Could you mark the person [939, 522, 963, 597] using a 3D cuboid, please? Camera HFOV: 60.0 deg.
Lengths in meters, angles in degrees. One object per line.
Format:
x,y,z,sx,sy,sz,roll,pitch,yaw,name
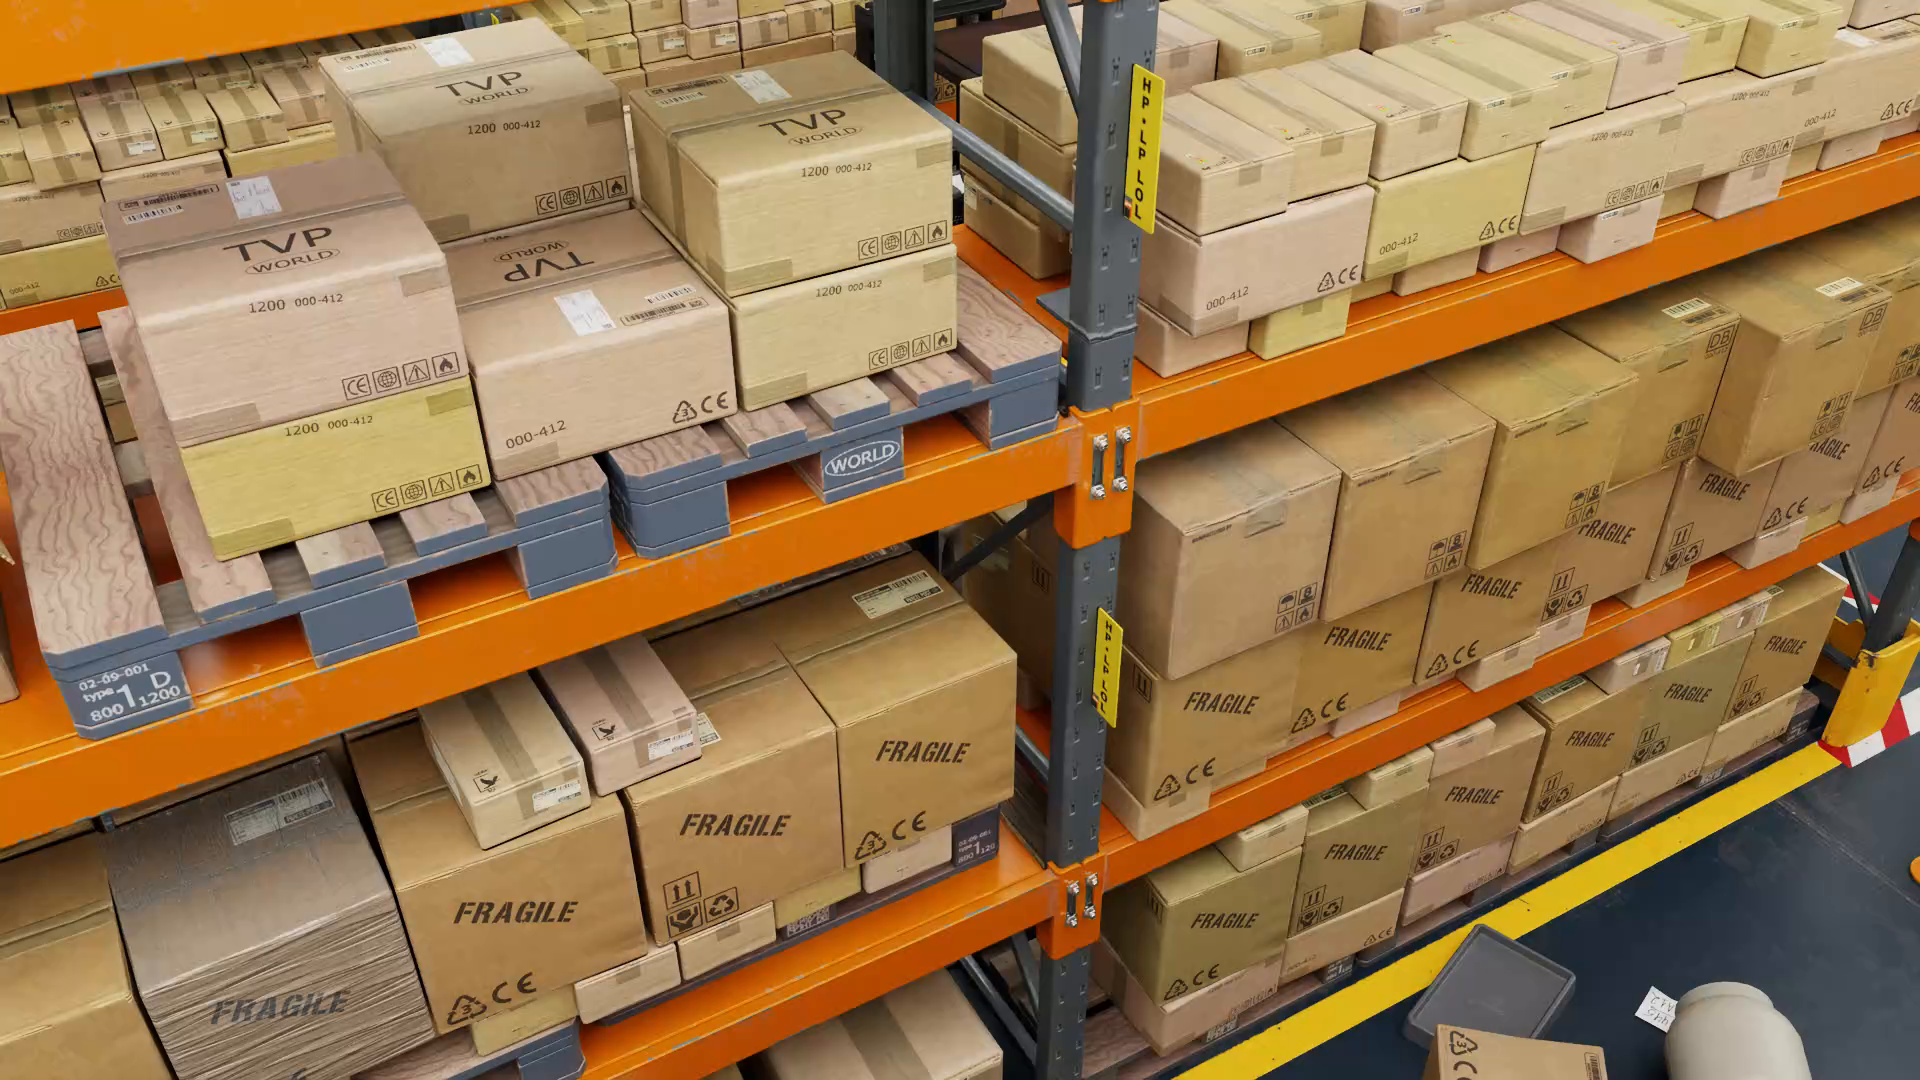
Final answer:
-0.075,-0.028,6.690,0.550,1.655,0.550,-28,45,-32,person
